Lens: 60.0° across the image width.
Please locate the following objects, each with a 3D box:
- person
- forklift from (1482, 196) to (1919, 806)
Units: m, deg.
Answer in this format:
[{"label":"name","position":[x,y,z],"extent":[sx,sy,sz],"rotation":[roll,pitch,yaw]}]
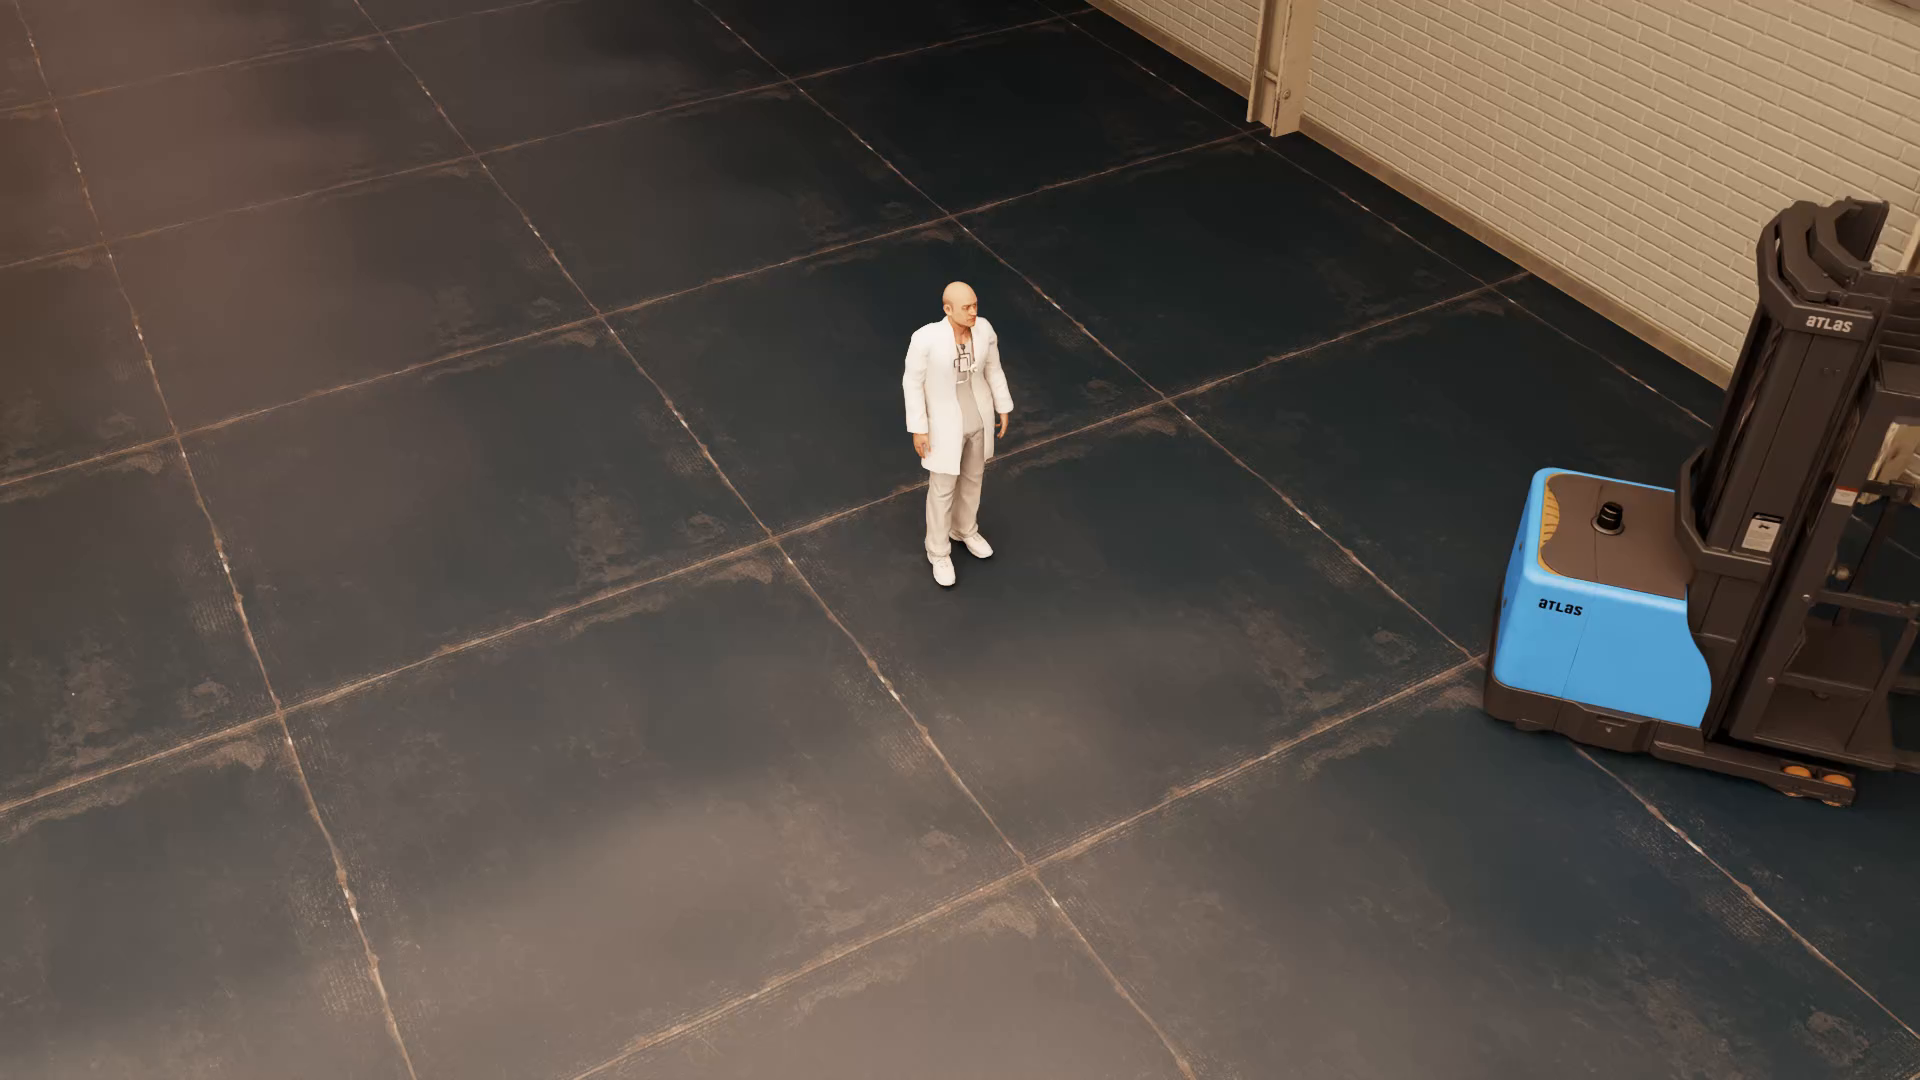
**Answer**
[{"label":"person","position":[0.041,-0.638,9.698],"extent":[0.694,1.776,0.581],"rotation":[-20,44,-23]},{"label":"forklift","position":[4.443,-0.128,8.190],"extent":[3.031,2.935,1.130],"rotation":[12,41,14]}]
